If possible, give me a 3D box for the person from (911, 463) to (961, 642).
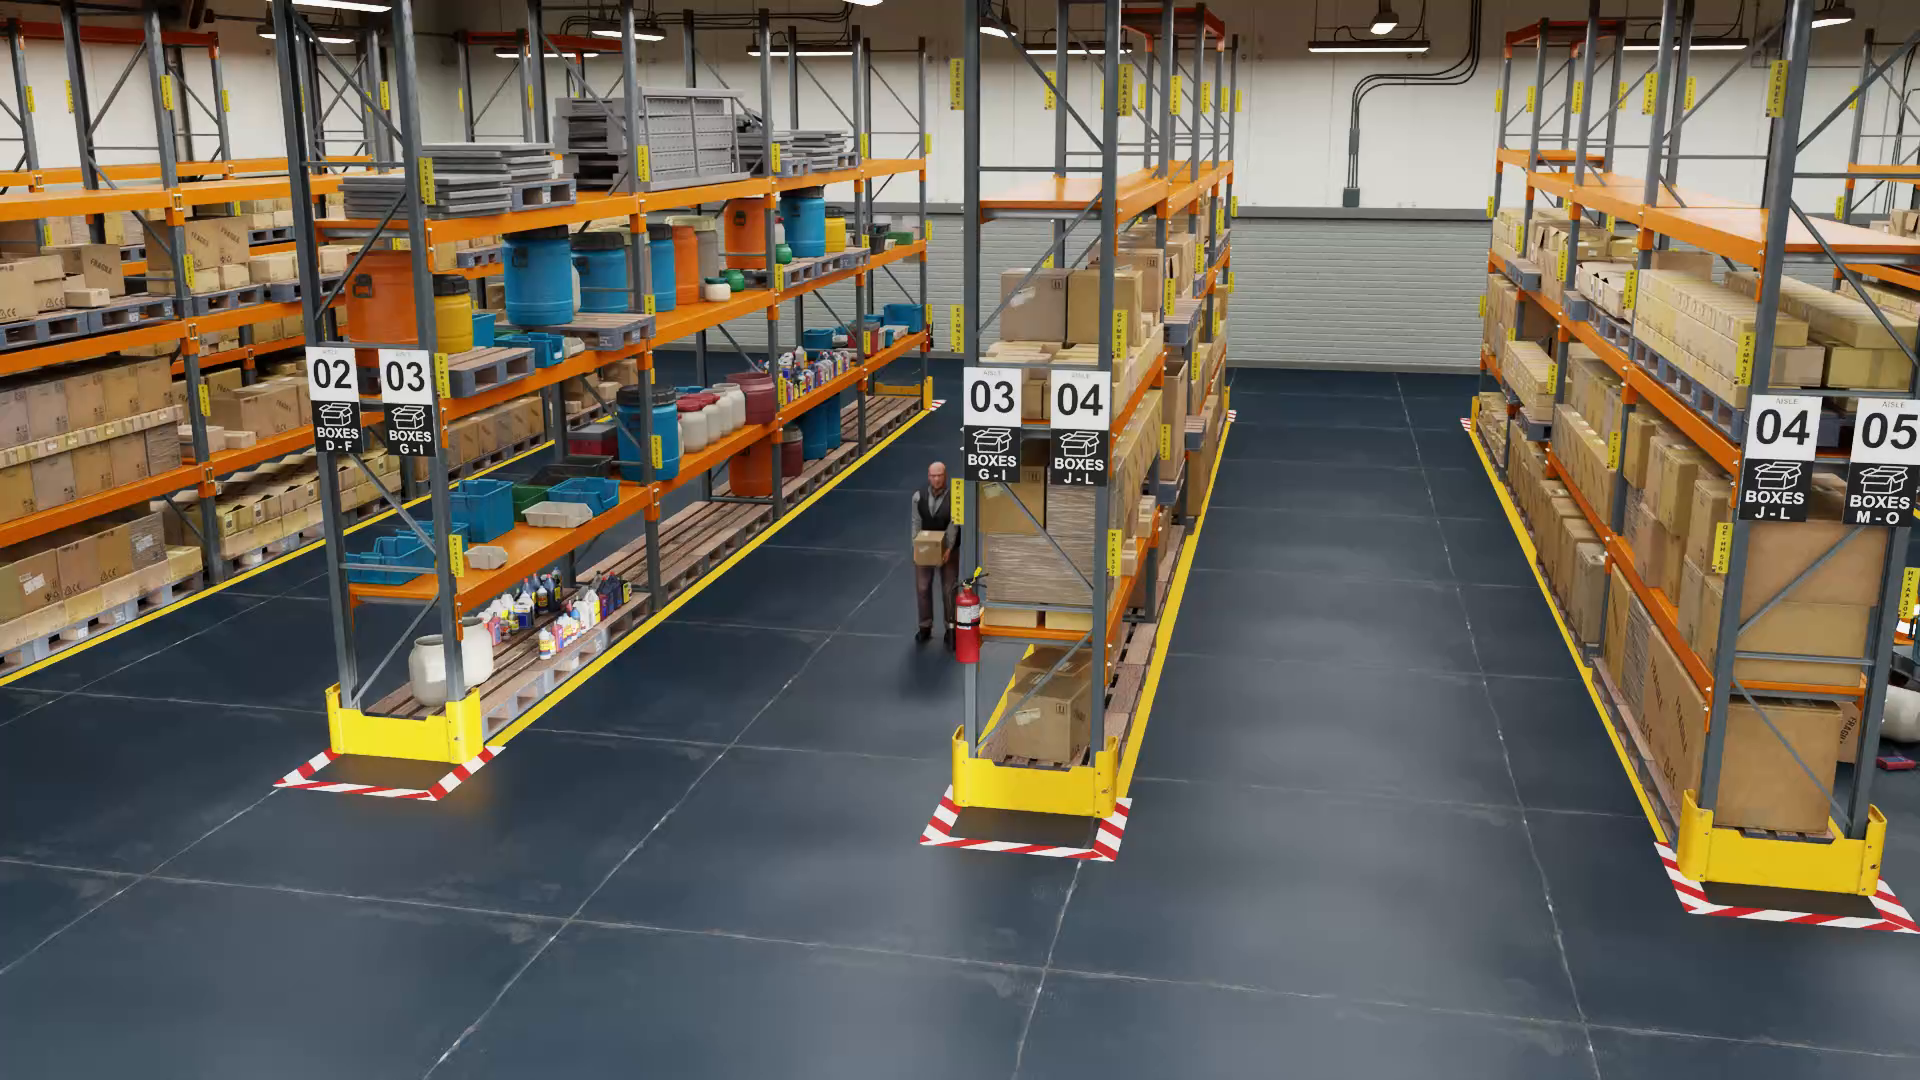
[{"bbox_3d":[-0.216,0.122,15.610,0.490,1.717,0.571,3,15,10],"label":"person"}]
